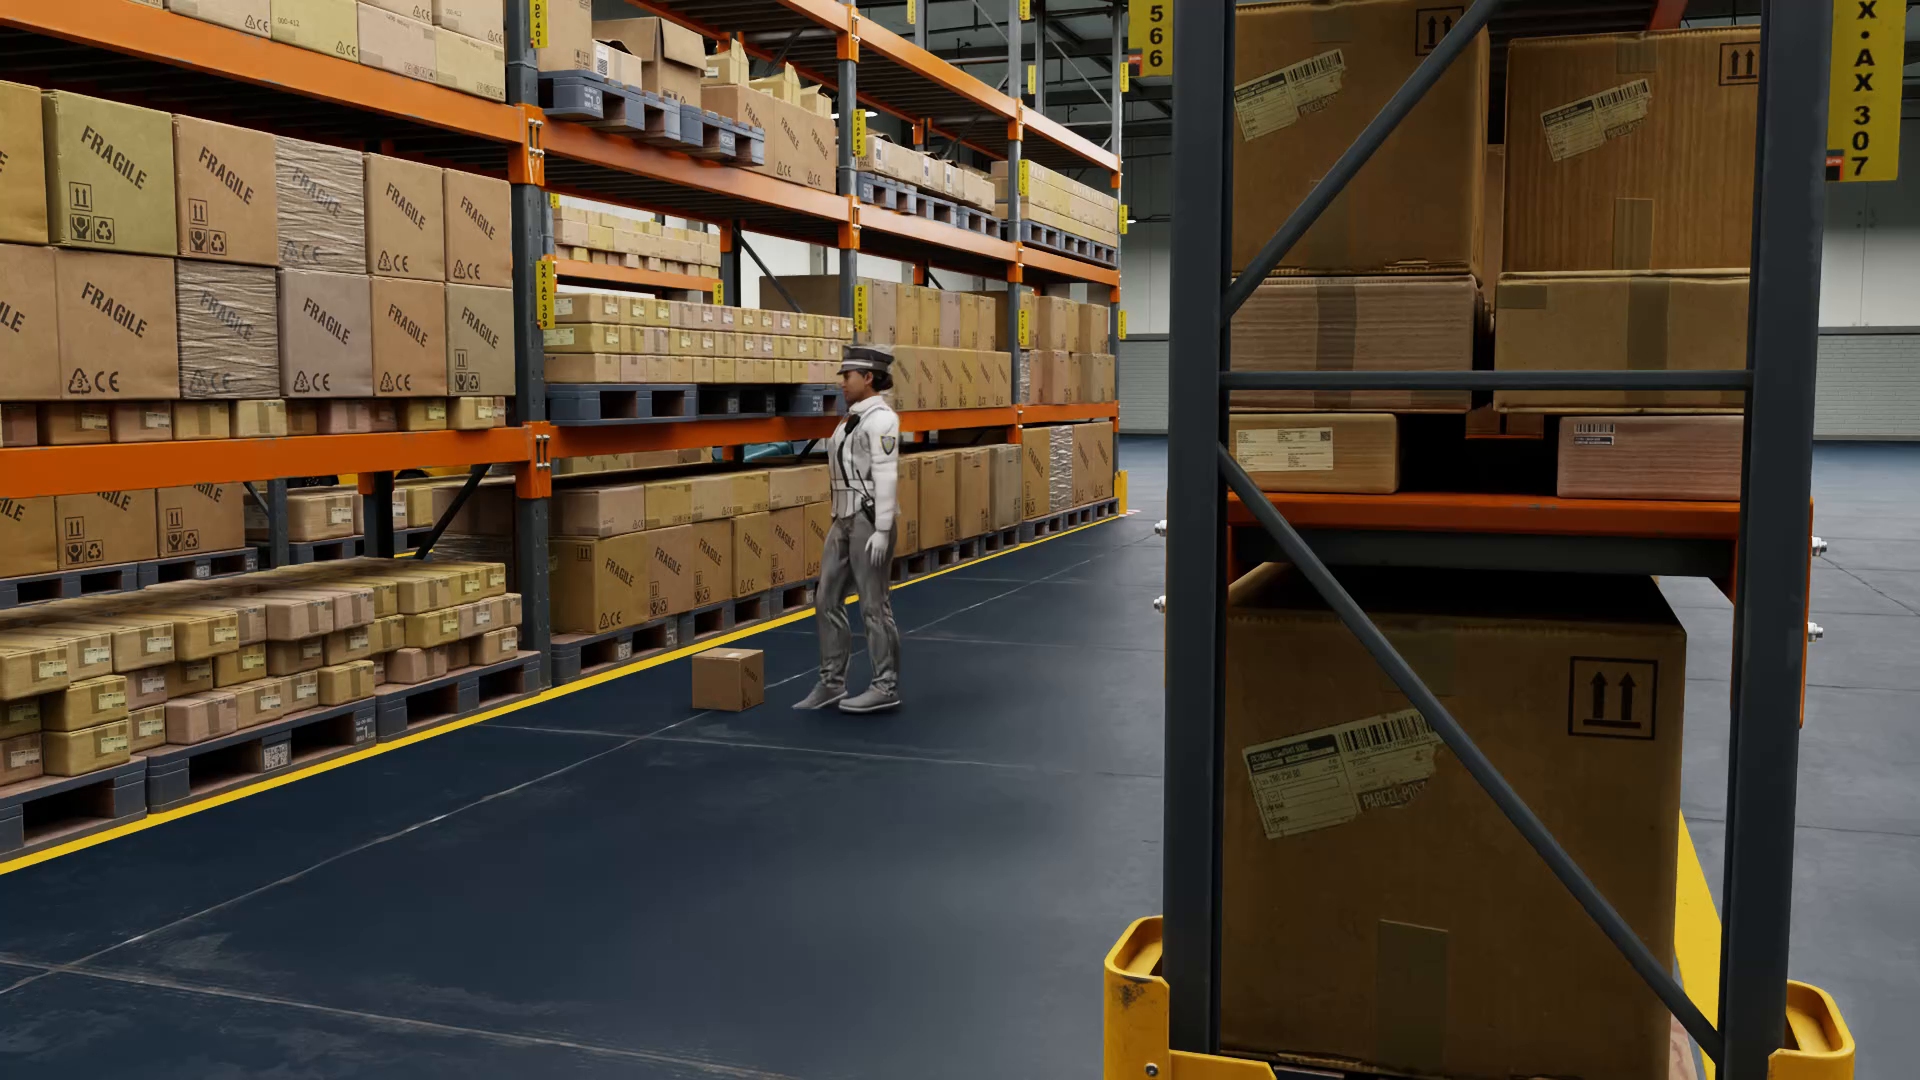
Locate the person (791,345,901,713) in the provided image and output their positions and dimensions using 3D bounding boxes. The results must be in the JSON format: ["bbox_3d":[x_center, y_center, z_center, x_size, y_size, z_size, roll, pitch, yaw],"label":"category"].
[{"bbox_3d":[-0.502,-0.023,7.579,0.457,1.724,0.518,-2,6,-22],"label":"person"}]
